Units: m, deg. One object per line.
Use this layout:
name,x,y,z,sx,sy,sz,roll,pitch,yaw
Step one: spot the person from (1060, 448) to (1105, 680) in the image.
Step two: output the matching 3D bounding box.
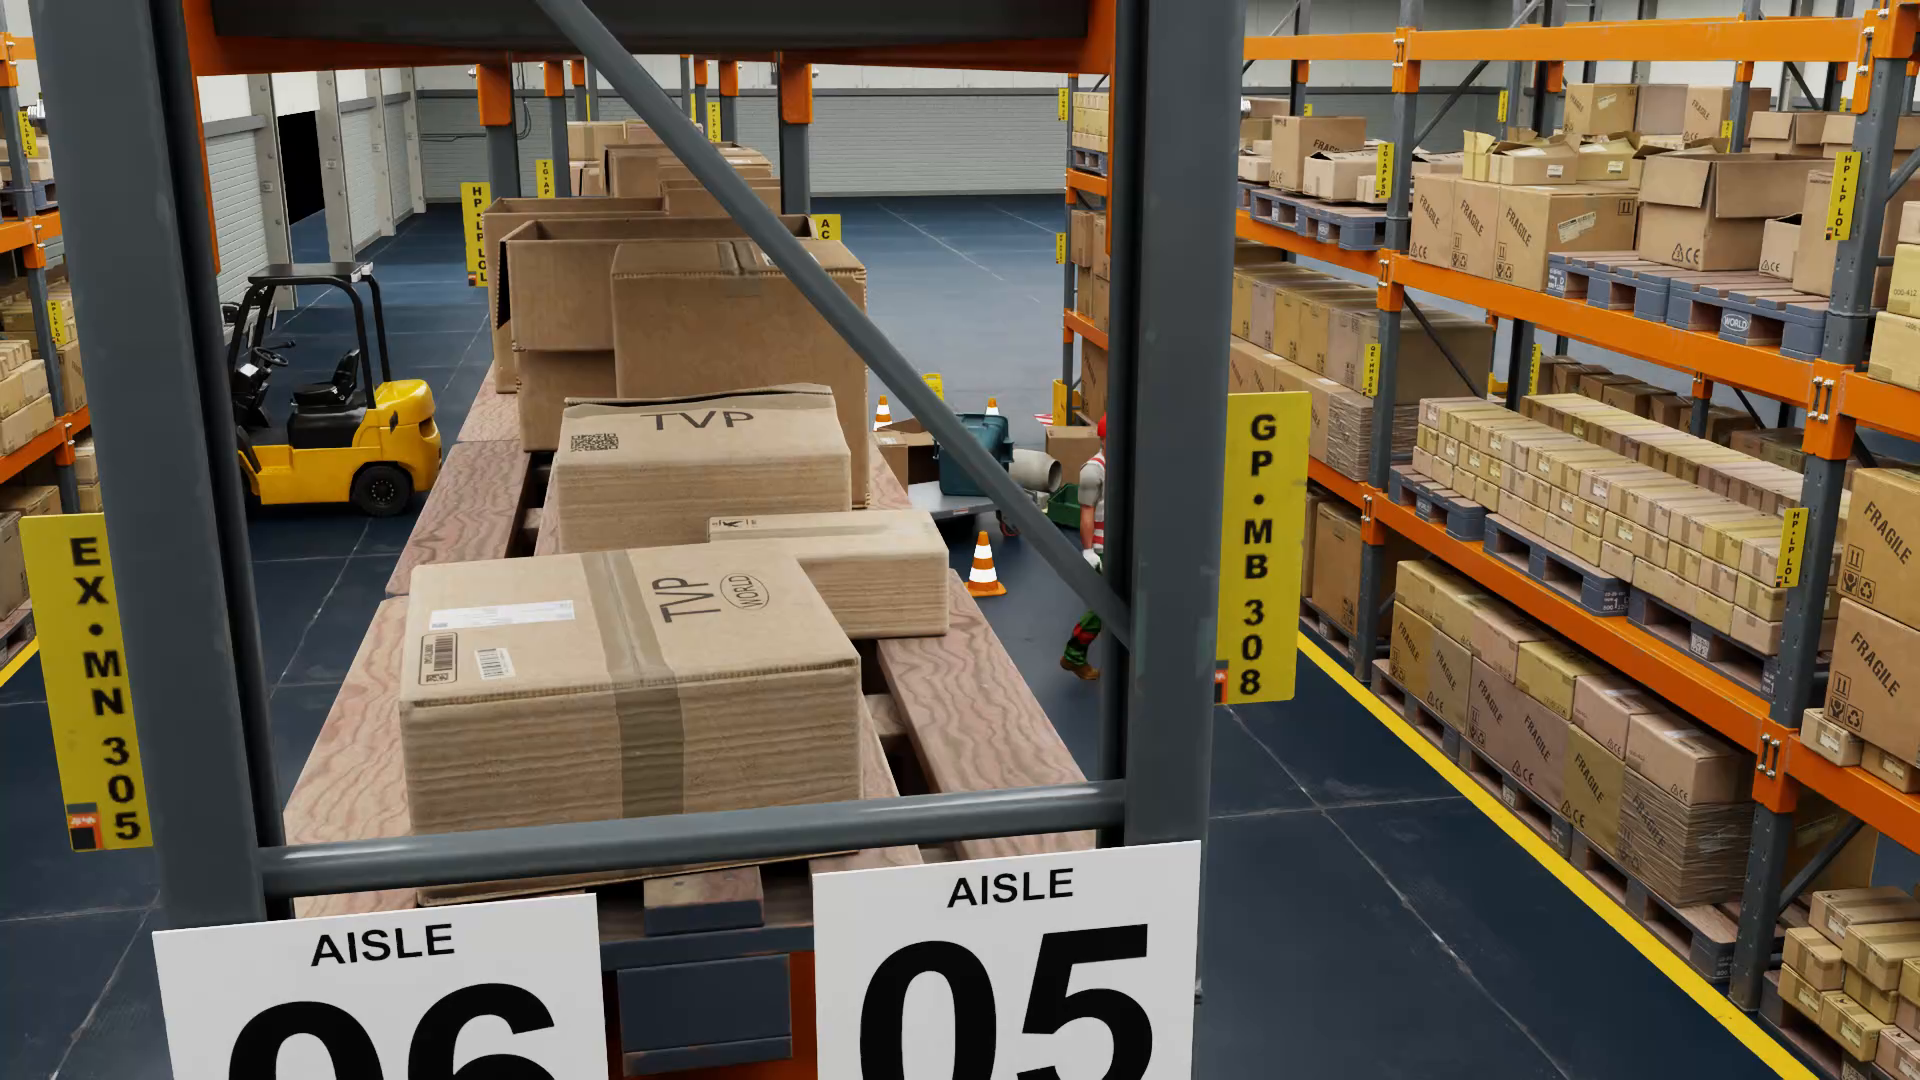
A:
person,0.994,0.178,10.797,0.572,1.547,0.572,15,22,41
